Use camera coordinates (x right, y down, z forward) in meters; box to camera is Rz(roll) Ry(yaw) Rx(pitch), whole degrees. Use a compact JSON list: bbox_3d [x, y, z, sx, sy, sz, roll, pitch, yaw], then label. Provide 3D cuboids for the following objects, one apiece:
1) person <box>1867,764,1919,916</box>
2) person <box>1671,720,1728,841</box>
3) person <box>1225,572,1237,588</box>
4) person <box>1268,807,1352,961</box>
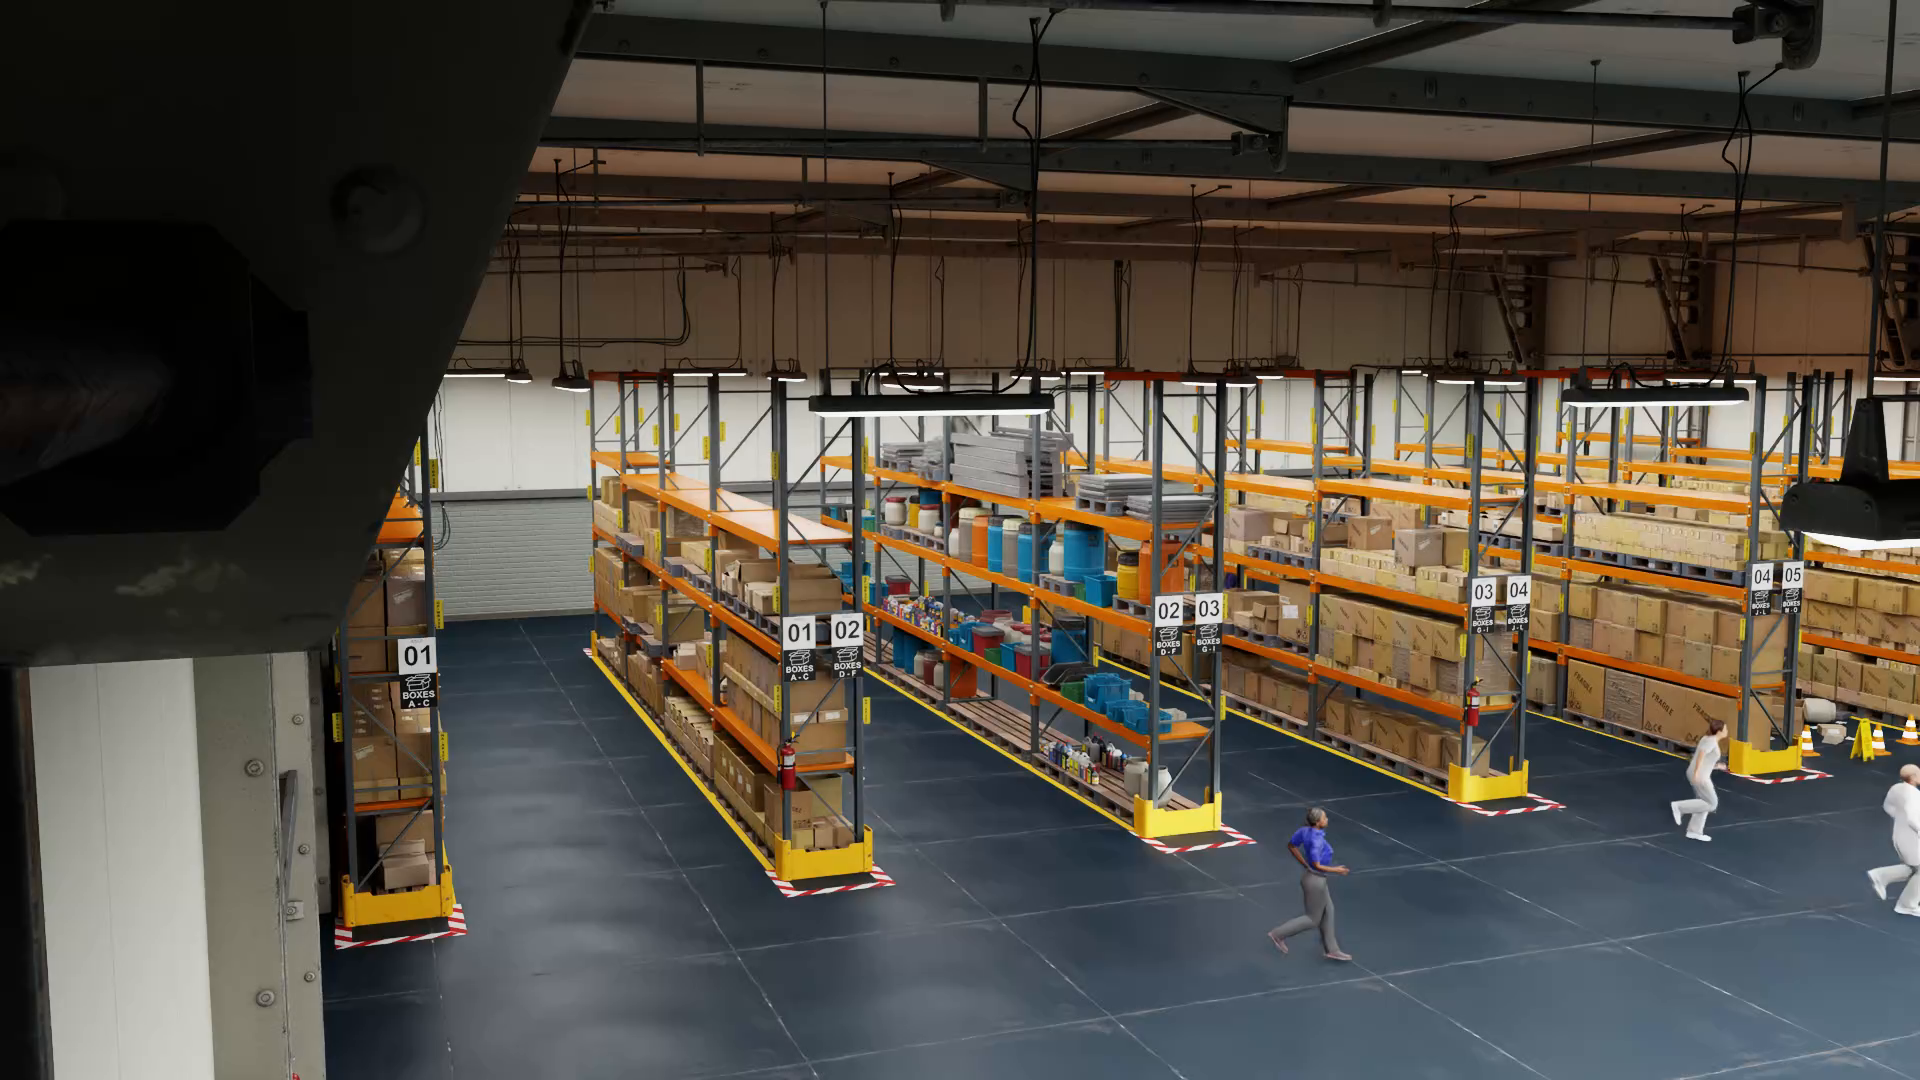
[{"bbox_3d":[10.671,3.387,18.786,0.652,1.739,0.712,1,6,8],"label":"person"},{"bbox_3d":[9.686,3.132,21.765,0.702,1.599,0.554,1,6,7],"label":"person"},{"bbox_3d":[6.759,0.891,41.370,0.782,1.690,0.595,-4,7,-31],"label":"person"},{"bbox_3d":[3.657,3.588,17.299,0.902,1.655,0.587,0,6,-1],"label":"person"}]
